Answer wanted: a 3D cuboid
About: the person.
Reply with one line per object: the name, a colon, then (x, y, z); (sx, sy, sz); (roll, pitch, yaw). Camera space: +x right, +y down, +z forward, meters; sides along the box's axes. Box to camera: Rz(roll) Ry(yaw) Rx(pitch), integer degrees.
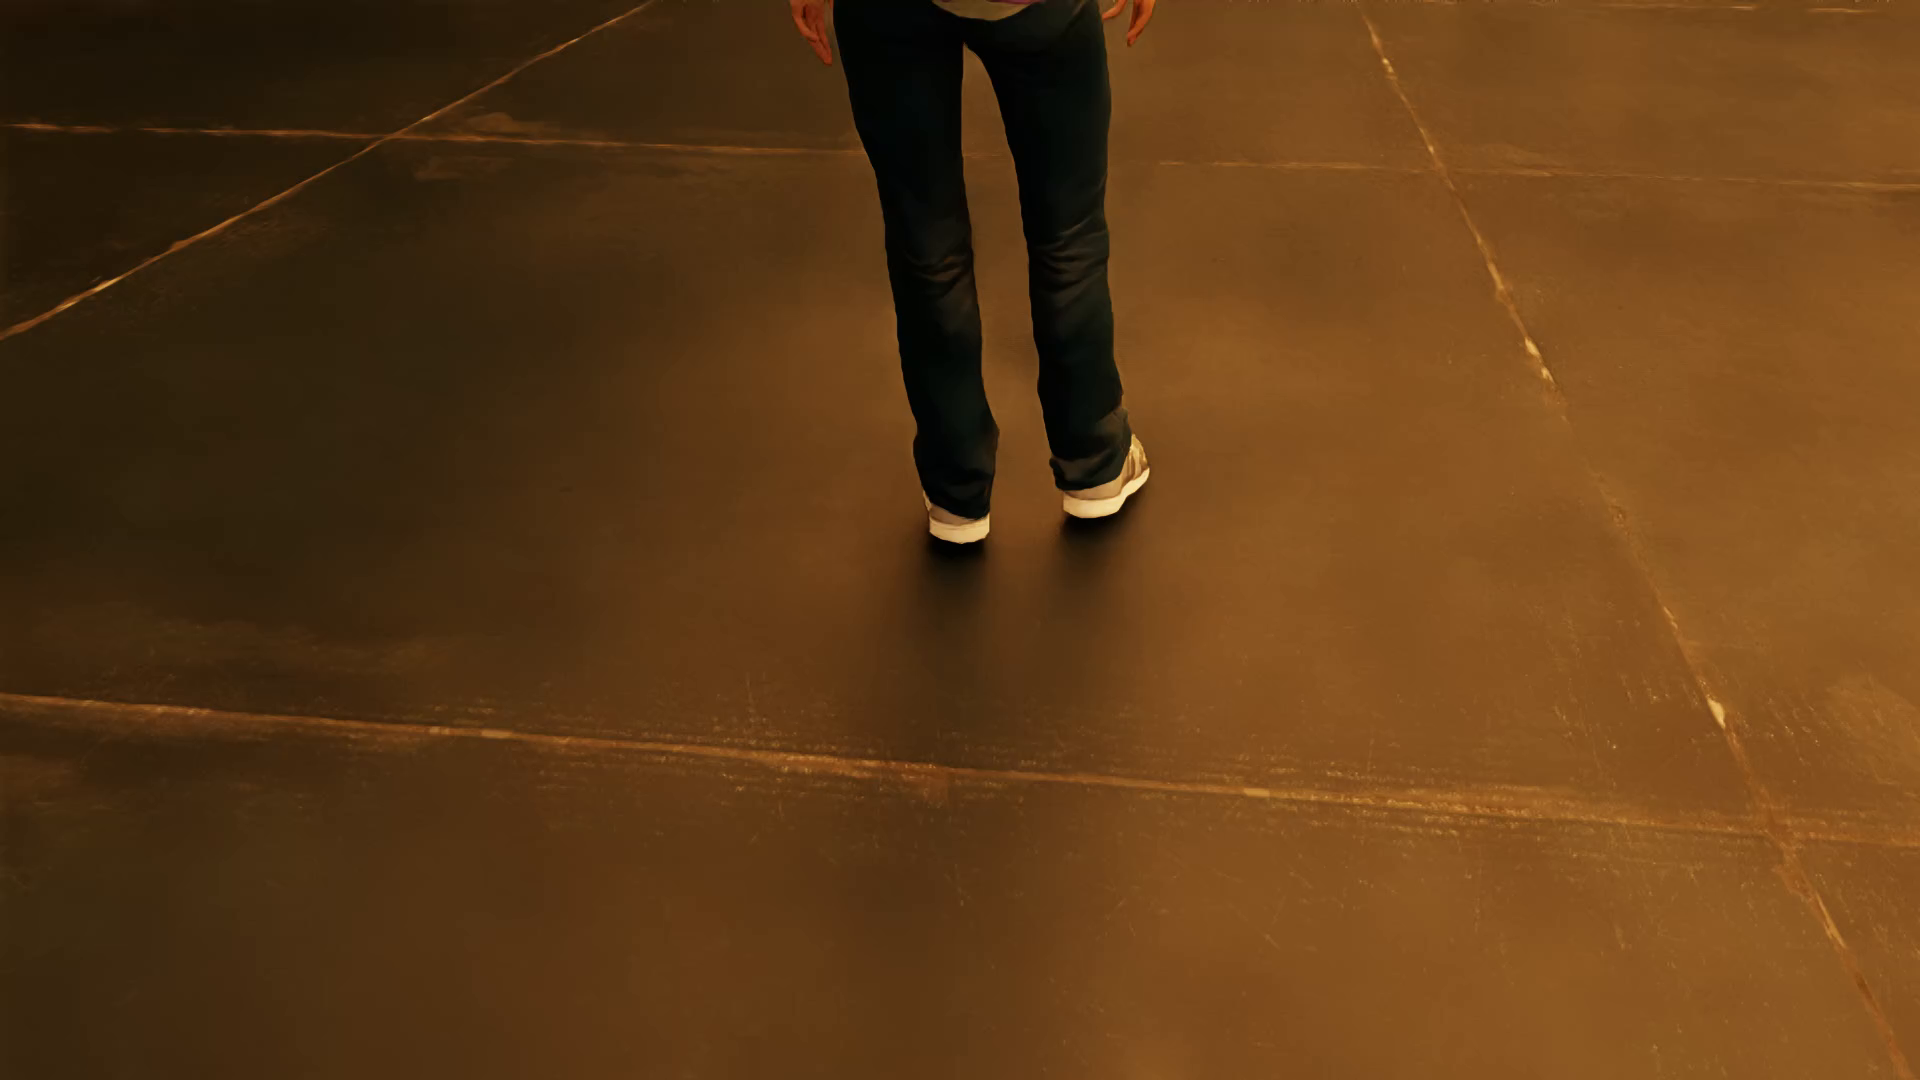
person: (0.024, -0.753, 2.205); (0.520, 1.597, 0.474); (3, 27, 7)
